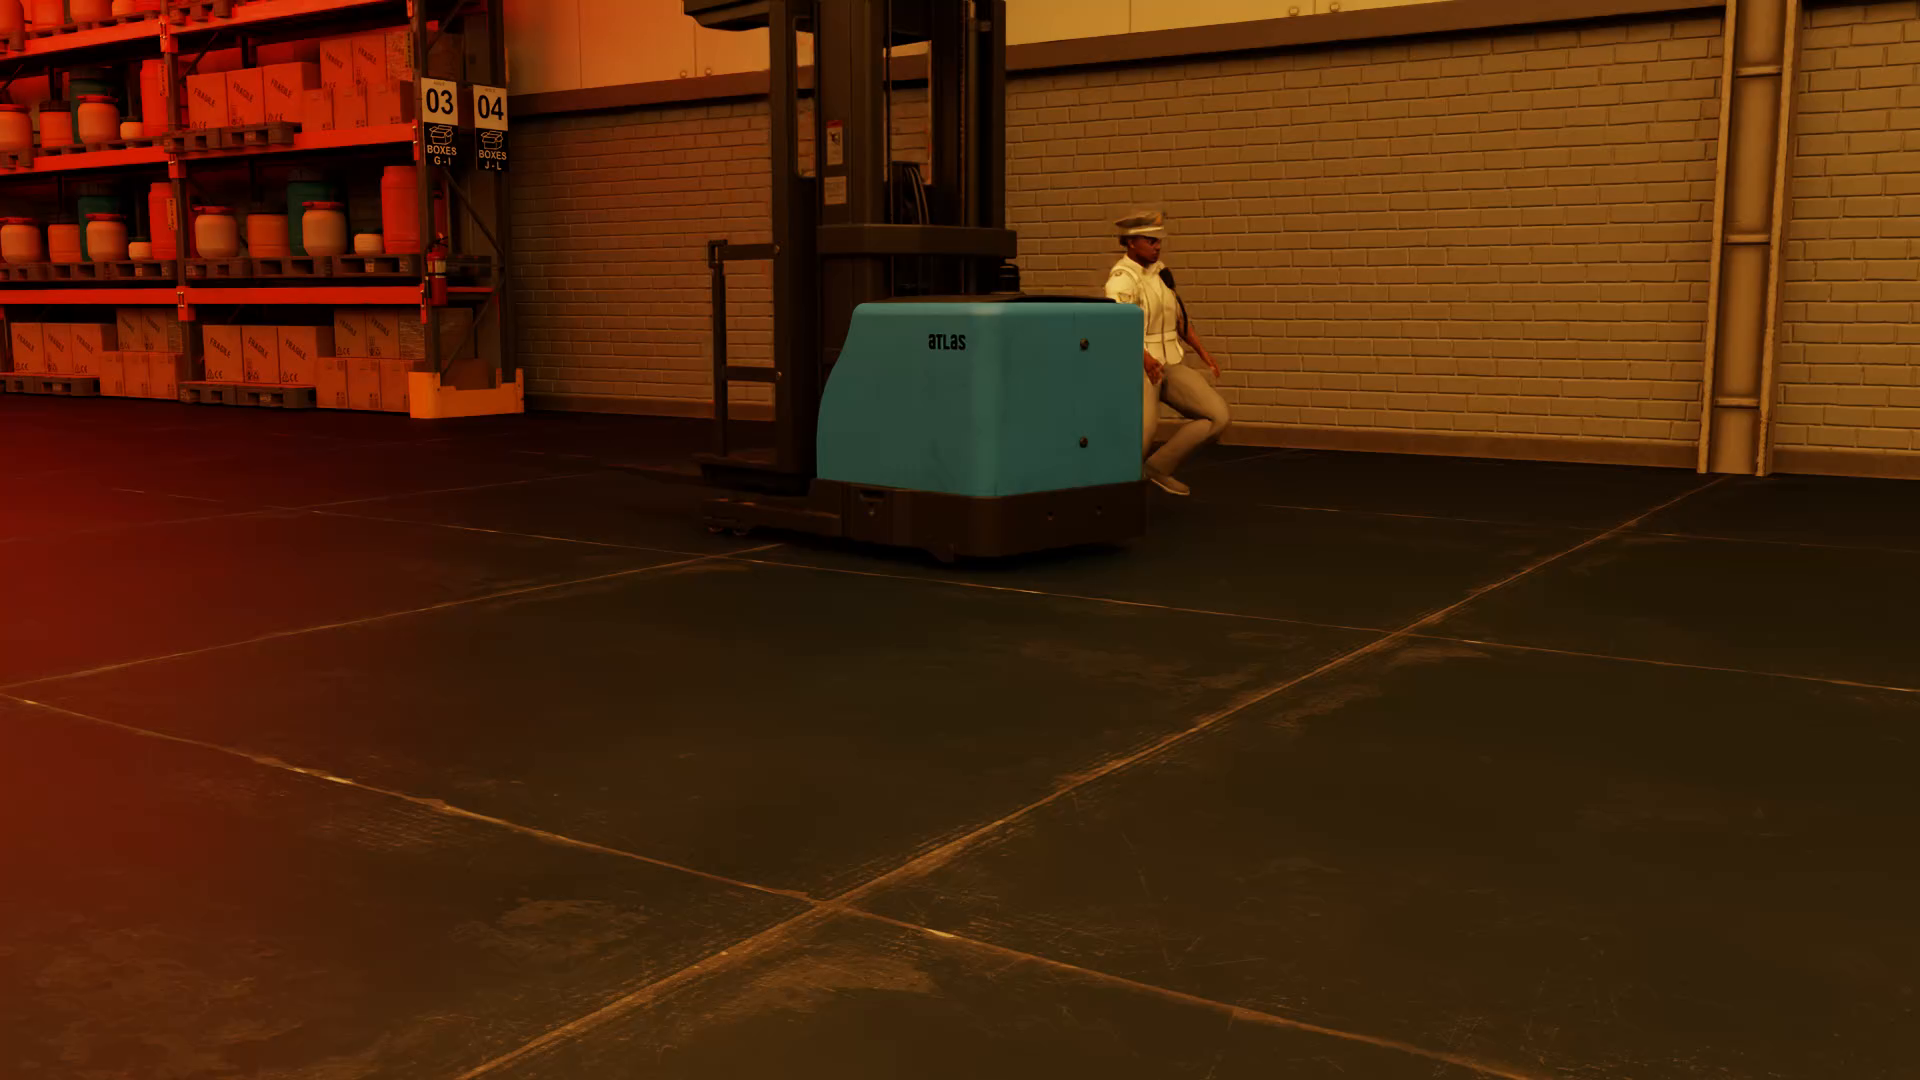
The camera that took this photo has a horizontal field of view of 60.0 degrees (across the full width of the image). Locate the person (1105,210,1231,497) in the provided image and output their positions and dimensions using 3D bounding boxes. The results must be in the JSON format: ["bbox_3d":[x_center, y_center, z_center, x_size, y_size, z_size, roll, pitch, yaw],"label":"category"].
[{"bbox_3d":[1.001,-0.859,8.282,0.727,1.536,0.612,-7,11,-40],"label":"person"}]

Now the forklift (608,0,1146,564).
[{"bbox_3d":[-0.577,-1.509,7.806,1.130,2.935,3.031,-8,11,-44],"label":"forklift"}]
